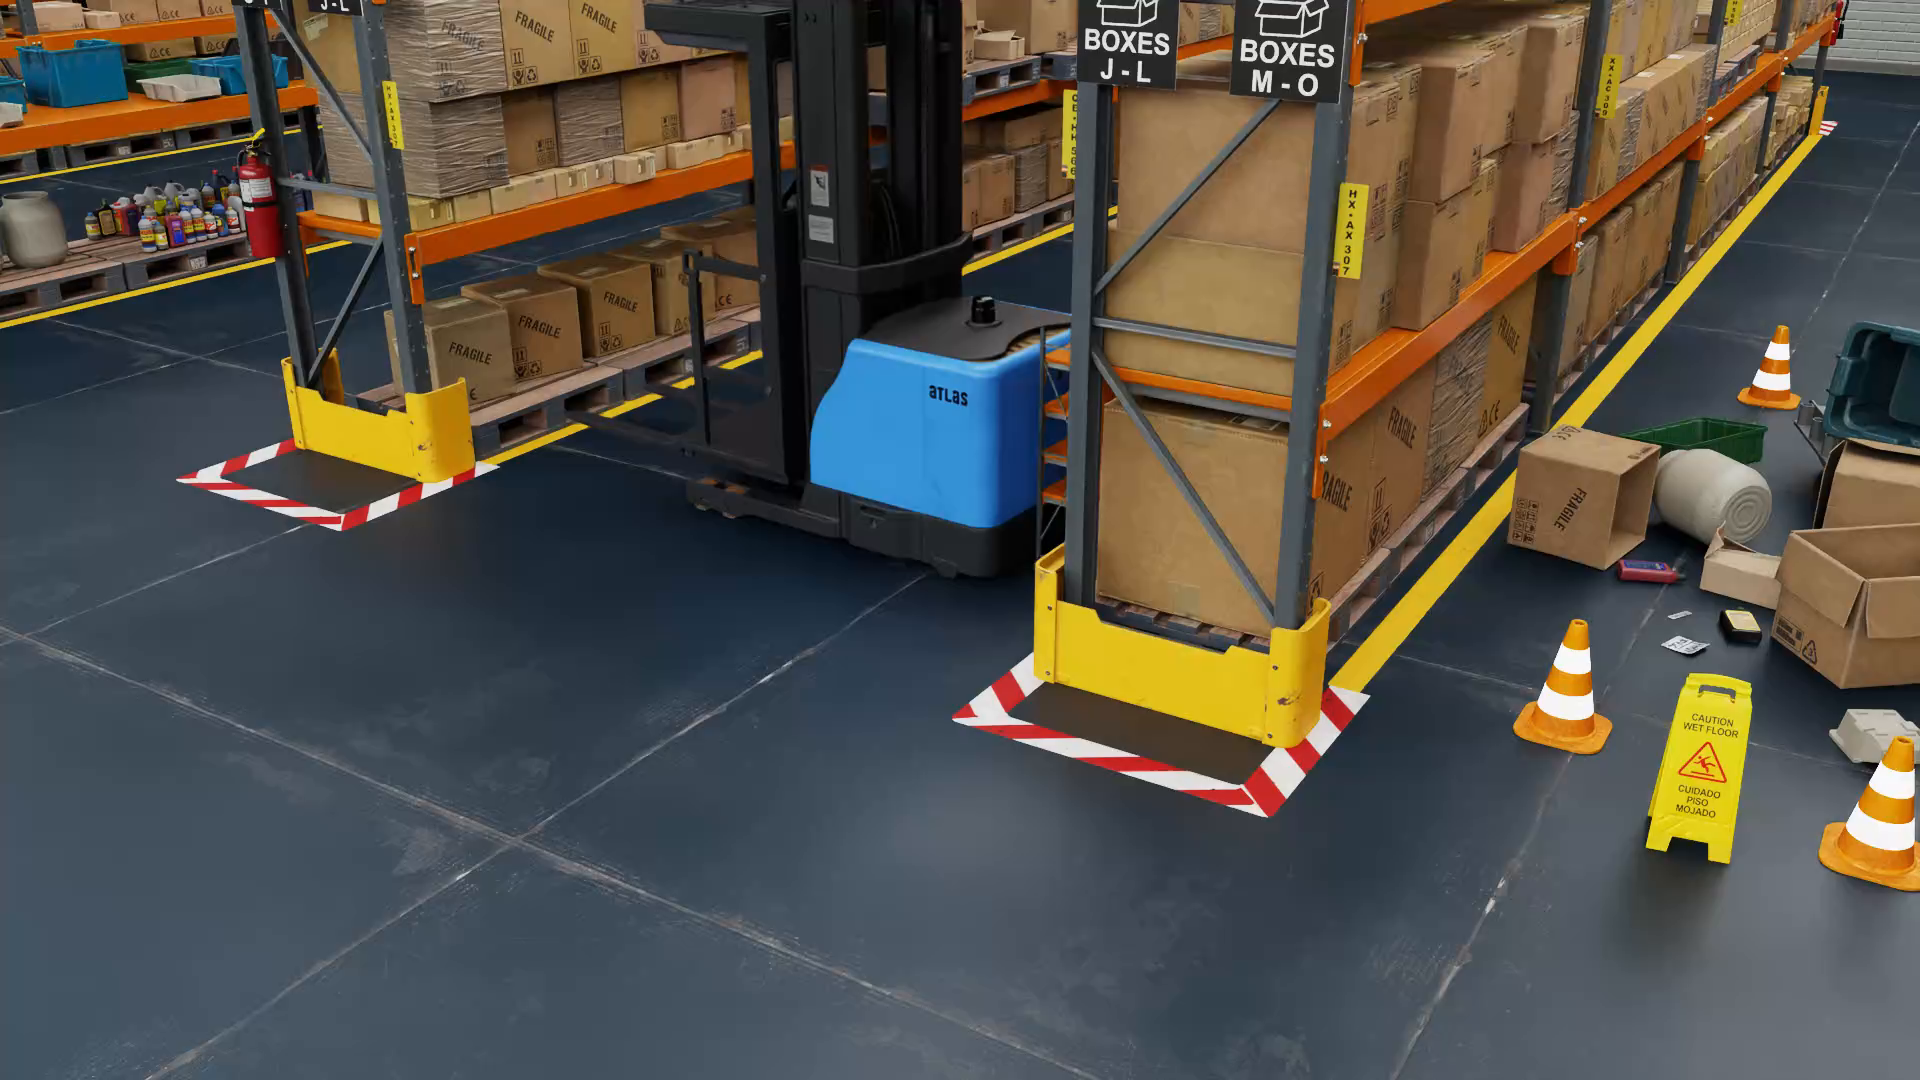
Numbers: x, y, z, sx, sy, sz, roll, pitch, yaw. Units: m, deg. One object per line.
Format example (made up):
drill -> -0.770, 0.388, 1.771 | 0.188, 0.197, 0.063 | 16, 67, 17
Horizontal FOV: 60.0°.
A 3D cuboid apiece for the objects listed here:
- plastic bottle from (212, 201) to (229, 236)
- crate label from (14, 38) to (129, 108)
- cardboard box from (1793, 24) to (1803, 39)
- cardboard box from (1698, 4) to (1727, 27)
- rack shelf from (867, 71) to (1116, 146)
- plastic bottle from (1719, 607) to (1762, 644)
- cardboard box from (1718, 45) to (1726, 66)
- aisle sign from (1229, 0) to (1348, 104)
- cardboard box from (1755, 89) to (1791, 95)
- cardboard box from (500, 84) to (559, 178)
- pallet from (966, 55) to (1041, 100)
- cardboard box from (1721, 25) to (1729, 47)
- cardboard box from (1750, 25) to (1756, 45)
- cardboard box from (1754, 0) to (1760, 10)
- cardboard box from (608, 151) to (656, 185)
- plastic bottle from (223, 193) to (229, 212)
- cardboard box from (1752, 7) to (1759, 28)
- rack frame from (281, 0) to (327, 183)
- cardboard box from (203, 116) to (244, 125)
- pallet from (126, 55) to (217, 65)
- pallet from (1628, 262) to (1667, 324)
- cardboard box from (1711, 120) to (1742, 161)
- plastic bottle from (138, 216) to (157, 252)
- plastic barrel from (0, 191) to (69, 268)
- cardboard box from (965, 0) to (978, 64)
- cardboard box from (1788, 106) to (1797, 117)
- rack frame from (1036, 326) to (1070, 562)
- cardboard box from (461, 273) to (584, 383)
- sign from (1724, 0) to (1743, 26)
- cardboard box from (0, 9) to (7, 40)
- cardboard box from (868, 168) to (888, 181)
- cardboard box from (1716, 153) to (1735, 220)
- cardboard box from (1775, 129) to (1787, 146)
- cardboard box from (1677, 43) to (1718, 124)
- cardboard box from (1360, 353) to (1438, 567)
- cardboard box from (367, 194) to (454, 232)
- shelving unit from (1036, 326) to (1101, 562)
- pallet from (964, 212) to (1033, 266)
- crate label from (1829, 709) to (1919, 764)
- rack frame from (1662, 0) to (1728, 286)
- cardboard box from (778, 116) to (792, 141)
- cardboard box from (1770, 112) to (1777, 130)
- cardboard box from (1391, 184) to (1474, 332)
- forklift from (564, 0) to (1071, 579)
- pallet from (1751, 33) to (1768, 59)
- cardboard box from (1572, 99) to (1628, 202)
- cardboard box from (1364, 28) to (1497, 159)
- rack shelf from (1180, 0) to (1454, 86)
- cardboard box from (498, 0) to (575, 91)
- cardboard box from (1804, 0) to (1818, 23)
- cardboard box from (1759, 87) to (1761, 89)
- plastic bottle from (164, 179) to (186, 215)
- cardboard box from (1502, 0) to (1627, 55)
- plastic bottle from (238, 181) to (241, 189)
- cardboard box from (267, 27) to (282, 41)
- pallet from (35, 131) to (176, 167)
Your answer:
plastic bottle -> -5.924, -2.579, 13.313 | 0.097, 0.271, 0.097 | 0, 23, 0
crate label -> -6.745, -3.559, 12.651 | 0.502, 0.435, 0.616 | 14, 27, 29
cardboard box -> 8.146, -5.081, 16.528 | 0.380, 0.149, 0.250 | 14, 27, 30
cardboard box -> 5.783, -4.093, 12.967 | 0.380, 0.149, 0.250 | 14, 27, 29
rack shelf -> -0.113, -3.522, 13.516 | 1.077, 0.370, 4.000 | 14, 27, 29
plastic bottle -> 3.431, 0.366, 7.328 | 0.133, 0.061, 0.283 | 5, 24, 11
cardboard box -> 5.793, -3.821, 13.089 | 0.380, 0.149, 0.250 | 15, 28, 32
aisle sign -> 1.100, -1.860, 5.498 | 0.394, 0.787, 0.004 | 14, 27, 29
cardboard box -> 8.530, -4.650, 17.528 | 0.380, 0.149, 0.250 | 13, 27, 27
cardboard box -> -2.803, -2.383, 9.479 | 0.875, 0.500, 0.500 | 14, 27, 29
pallet -> -0.068, -3.762, 13.407 | 1.003, 0.211, 1.213 | 14, 27, 29
cardboard box -> 5.807, -3.971, 13.061 | 0.380, 0.149, 0.250 | 13, 27, 27
cardboard box -> 6.627, -4.354, 14.321 | 0.380, 0.149, 0.250 | 13, 26, 27
cardboard box -> 6.616, -4.629, 14.206 | 0.380, 0.149, 0.250 | 13, 27, 27
cardboard box -> -2.052, -2.244, 9.974 | 0.380, 0.149, 0.250 | 14, 27, 29
plastic bottle -> -5.922, -2.687, 13.546 | 0.061, 0.283, 0.133 | 14, 27, 29
cardboard box -> 6.620, -4.489, 14.257 | 0.380, 0.149, 0.250 | 12, 26, 26
rack frame -> -5.376, -4.215, 14.211 | 1.000, 3.000, 0.127 | 14, 27, 29
cardboard box -> -8.348, -4.789, 18.468 | 0.500, 0.250, 0.500 | 14, 27, 30
pallet -> -11.203, -6.612, 23.258 | 1.003, 0.211, 1.213 | 14, 27, 29
pallet -> 4.622, -1.924, 12.428 | 1.003, 0.211, 1.213 | 14, 27, 29
cardboard box -> 6.211, -3.361, 13.912 | 0.500, 0.250, 0.500 | 14, 27, 29
plastic bottle -> -6.265, -2.361, 12.810 | 0.097, 0.271, 0.097 | 0, 23, 0
plastic barrel -> -6.939, -2.323, 12.444 | 0.421, 0.512, 0.421 | 0, 23, 0
cardboard box -> -0.332, -4.022, 13.106 | 0.797, 0.503, 0.637 | 17, 29, 34
cardboard box -> 8.600, -4.501, 17.557 | 0.380, 0.149, 0.250 | 15, 28, 32
rack frame -> 0.462, -0.380, 7.617 | 0.240, 1.200, 0.015 | 16, 28, 32
cardboard box -> -2.648, -1.289, 10.069 | 0.500, 0.500, 0.500 | -20, 31, -39
sign -> 5.576, -3.870, 11.956 | 0.100, 0.325, 0.005 | 14, 27, 29
cardboard box -> -9.811, -5.149, 16.243 | 0.700, 0.500, 0.500 | 13, 27, 28
cardboard box -> -0.558, -2.592, 13.054 | 0.700, 0.500, 0.500 | 14, 27, 29
cardboard box -> 6.221, -3.029, 14.089 | 0.500, 0.500, 0.500 | 13, 27, 28
cardboard box -> 8.327, -4.190, 17.213 | 0.380, 0.149, 0.250 | 13, 27, 28
cardboard box -> 5.093, -3.291, 11.951 | 0.500, 0.500, 0.500 | 14, 27, 29
cardboard box -> 1.646, -0.511, 7.801 | 0.875, 0.875, 0.875 | 13, 27, 28
cardboard box -> -2.925, -1.758, 8.852 | 0.380, 0.149, 0.250 | 14, 27, 29
shelving unit -> 0.602, -0.459, 7.801 | 0.258, 1.200, 0.503 | 16, 28, 32
pallet -> -0.116, -2.574, 13.930 | 1.003, 0.211, 1.213 | 14, 27, 29
crate label -> 3.512, 0.752, 6.341 | 0.250, 0.136, 0.298 | 1, 23, 2
rack frame -> 5.102, -3.454, 12.452 | 1.000, 3.000, 0.127 | 14, 27, 29
cardboard box -> -1.355, -2.773, 11.197 | 0.380, 0.149, 0.250 | 14, 27, 29
cardboard box -> 7.766, -4.115, 16.290 | 0.380, 0.149, 0.250 | 15, 28, 31
cardboard box -> 1.713, -1.310, 7.312 | 0.875, 0.550, 0.550 | 14, 27, 29
forklift -> -0.800, -1.608, 8.275 | 3.031, 2.935, 1.130 | 16, 28, 32
pallet -> 6.685, -4.488, 15.083 | 1.003, 0.211, 1.213 | 14, 27, 29
cardboard box -> 3.498, -2.271, 9.593 | 0.500, 0.500, 0.500 | 14, 27, 30
cardboard box -> 1.903, -2.007, 7.562 | 0.875, 0.550, 0.500 | 14, 27, 29
rack shelf -> 1.937, -2.475, 7.321 | 1.077, 0.370, 4.000 | 14, 27, 29
cardboard box -> -2.487, -2.764, 9.101 | 0.500, 0.500, 0.500 | 14, 27, 29
cardboard box -> 8.239, -5.431, 16.520 | 0.500, 0.500, 0.500 | 13, 27, 28
cardboard box -> 8.714, -5.087, 18.537 | 0.380, 0.149, 0.250 | 14, 27, 30
plastic bottle -> -6.478, -2.809, 13.743 | 0.144, 0.351, 0.185 | 14, 27, 29
cardboard box -> 3.519, -2.951, 9.907 | 0.700, 0.500, 0.500 | 13, 27, 28
plastic bottle -> -6.032, -2.986, 14.152 | 0.144, 0.351, 0.185 | 14, 27, 29
cardboard box -> -10.271, -7.650, 24.323 | 0.750, 0.750, 0.750 | 15, 27, 31
pallet -> -9.227, -4.232, 17.759 | 1.003, 0.211, 1.213 | 14, 27, 29
